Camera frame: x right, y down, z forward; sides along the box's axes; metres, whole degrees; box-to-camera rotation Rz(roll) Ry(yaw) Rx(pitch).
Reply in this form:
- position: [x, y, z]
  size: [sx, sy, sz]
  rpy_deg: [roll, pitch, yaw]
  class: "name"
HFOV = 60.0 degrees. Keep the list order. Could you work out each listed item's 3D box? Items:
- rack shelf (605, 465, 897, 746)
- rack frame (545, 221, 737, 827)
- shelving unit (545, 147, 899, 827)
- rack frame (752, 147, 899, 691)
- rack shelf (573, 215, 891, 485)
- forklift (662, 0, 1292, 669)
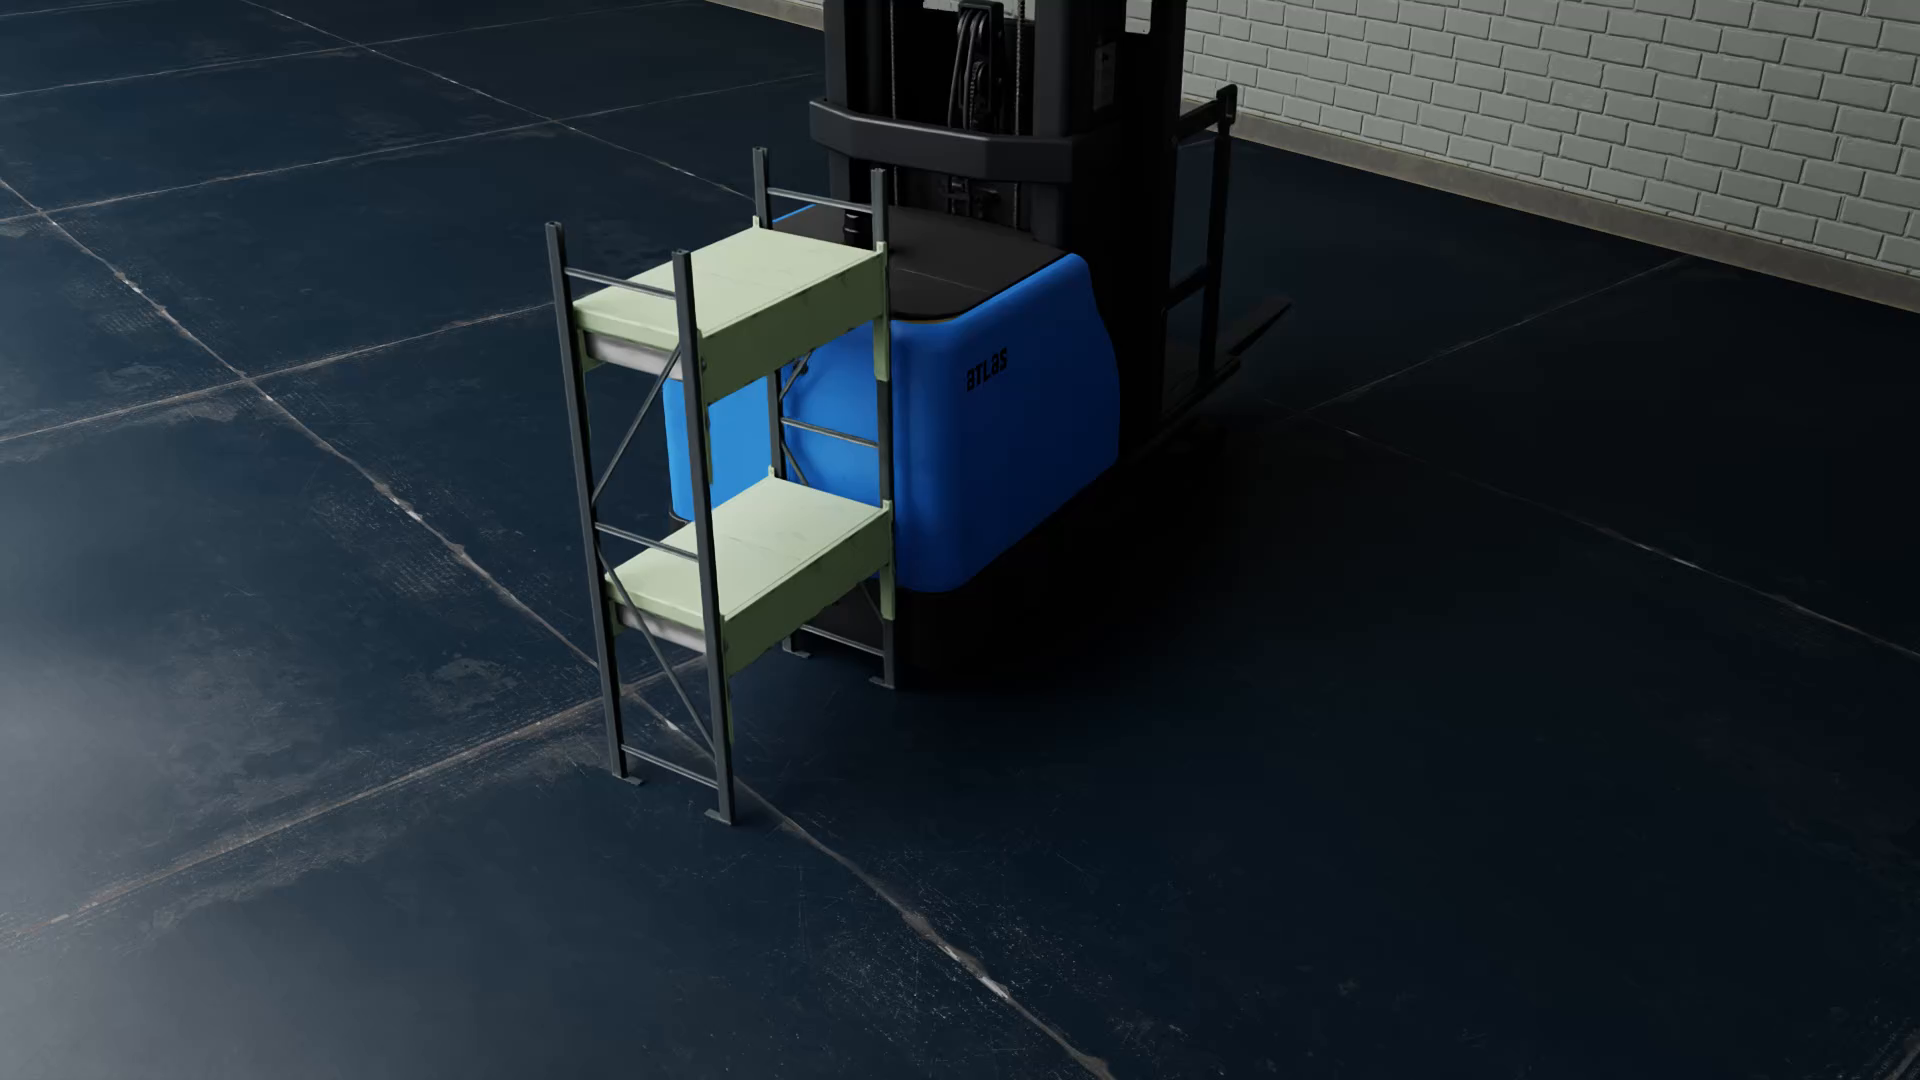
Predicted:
- position: [-0.545, 0.149, 4.365]
  size: [0.431, 0.370, 0.720]
  rpy_deg: [17, 32, 28]
  class: "rack shelf"
- position: [-0.740, 0.008, 3.938]
  size: [0.400, 1.500, 0.023]
  rpy_deg: [17, 32, 28]
  class: "rack frame"
- position: [-0.545, -0.139, 4.211]
  size: [0.431, 1.500, 0.755]
  rpy_deg: [17, 32, 28]
  class: "shelving unit"
- position: [-0.351, -0.285, 4.484]
  size: [0.400, 1.500, 0.023]
  rpy_deg: [17, 32, 28]
  class: "rack frame"
- position: [-0.546, -0.483, 4.027]
  size: [0.431, 0.370, 0.720]
  rpy_deg: [17, 32, 28]
  class: "rack shelf"
- position: [0.311, -1.581, 5.393]
  size: [1.130, 2.935, 3.031]
  rpy_deg: [16, 32, 28]
  class: "forklift"
